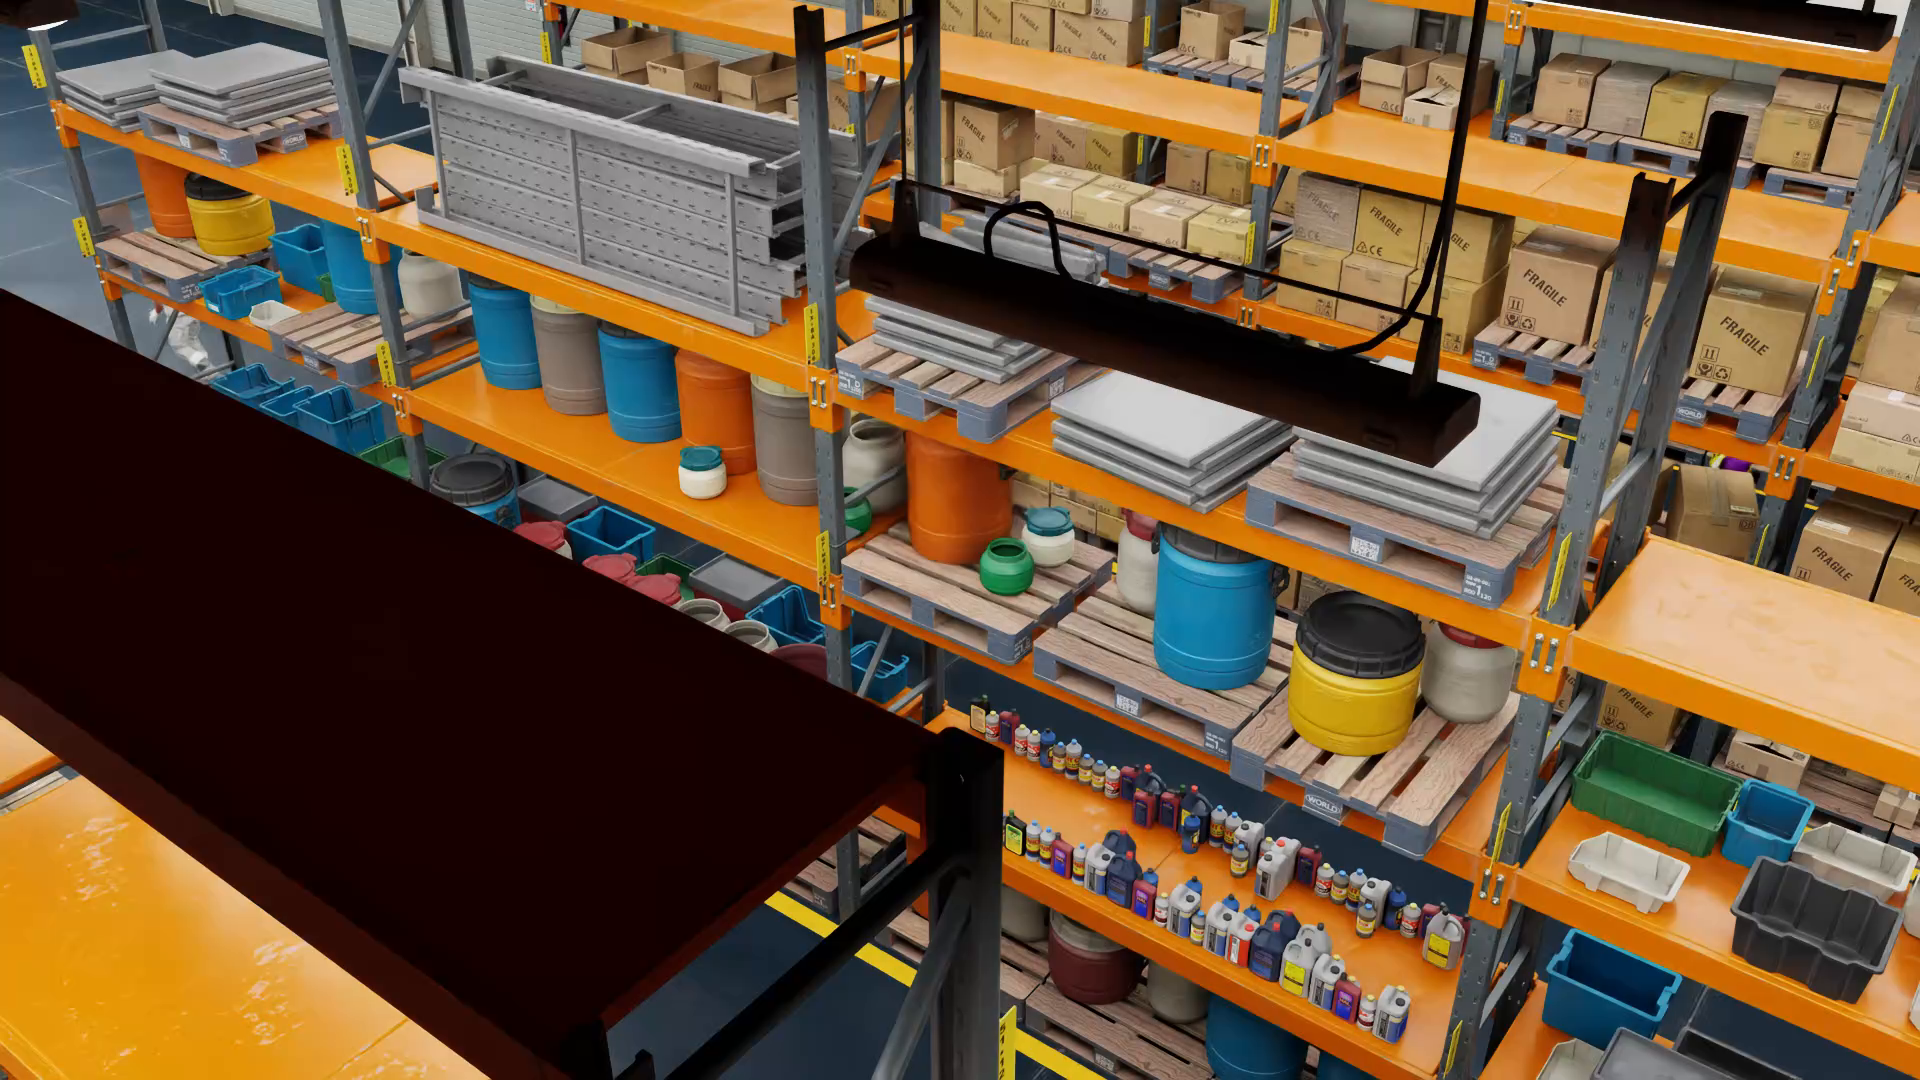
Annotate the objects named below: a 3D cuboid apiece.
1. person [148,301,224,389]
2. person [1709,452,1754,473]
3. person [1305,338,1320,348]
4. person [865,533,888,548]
[{"bbox_3d":[-8.126,-2.408,17.543,0.678,1.768,0.603,9,32,14],"label":"person"},{"bbox_3d":[6.438,-0.381,14.218,1.092,1.697,0.660,18,36,27],"label":"person"},{"bbox_3d":[3.308,-1.297,16.067,0.604,1.419,0.545,22,38,31],"label":"person"},{"bbox_3d":[-0.690,0.060,13.383,0.972,1.354,0.405,17,35,25],"label":"person"}]
